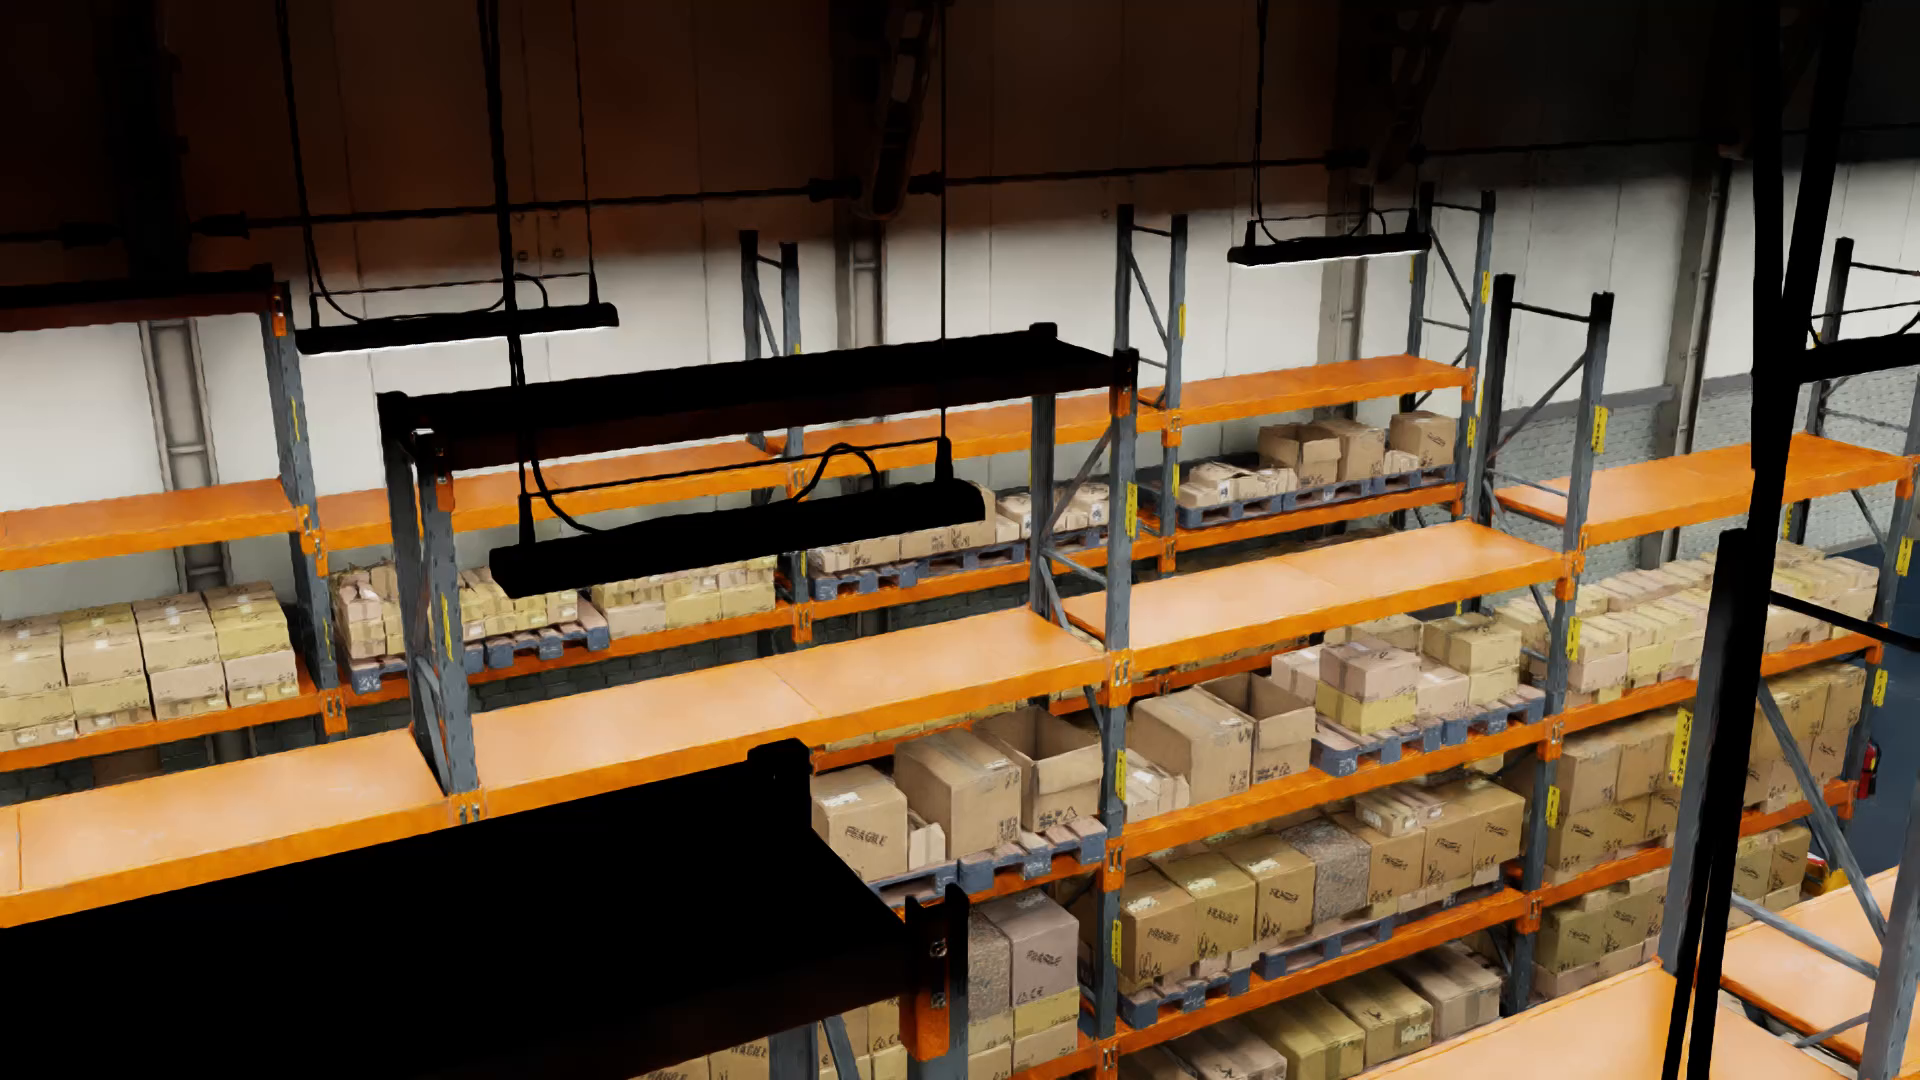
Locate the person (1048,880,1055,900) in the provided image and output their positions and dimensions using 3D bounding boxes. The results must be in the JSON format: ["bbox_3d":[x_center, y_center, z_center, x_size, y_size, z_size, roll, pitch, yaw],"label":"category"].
[{"bbox_3d":[0.964,3.042,13.561,0.574,1.665,0.551,1,18,4],"label":"person"}]
